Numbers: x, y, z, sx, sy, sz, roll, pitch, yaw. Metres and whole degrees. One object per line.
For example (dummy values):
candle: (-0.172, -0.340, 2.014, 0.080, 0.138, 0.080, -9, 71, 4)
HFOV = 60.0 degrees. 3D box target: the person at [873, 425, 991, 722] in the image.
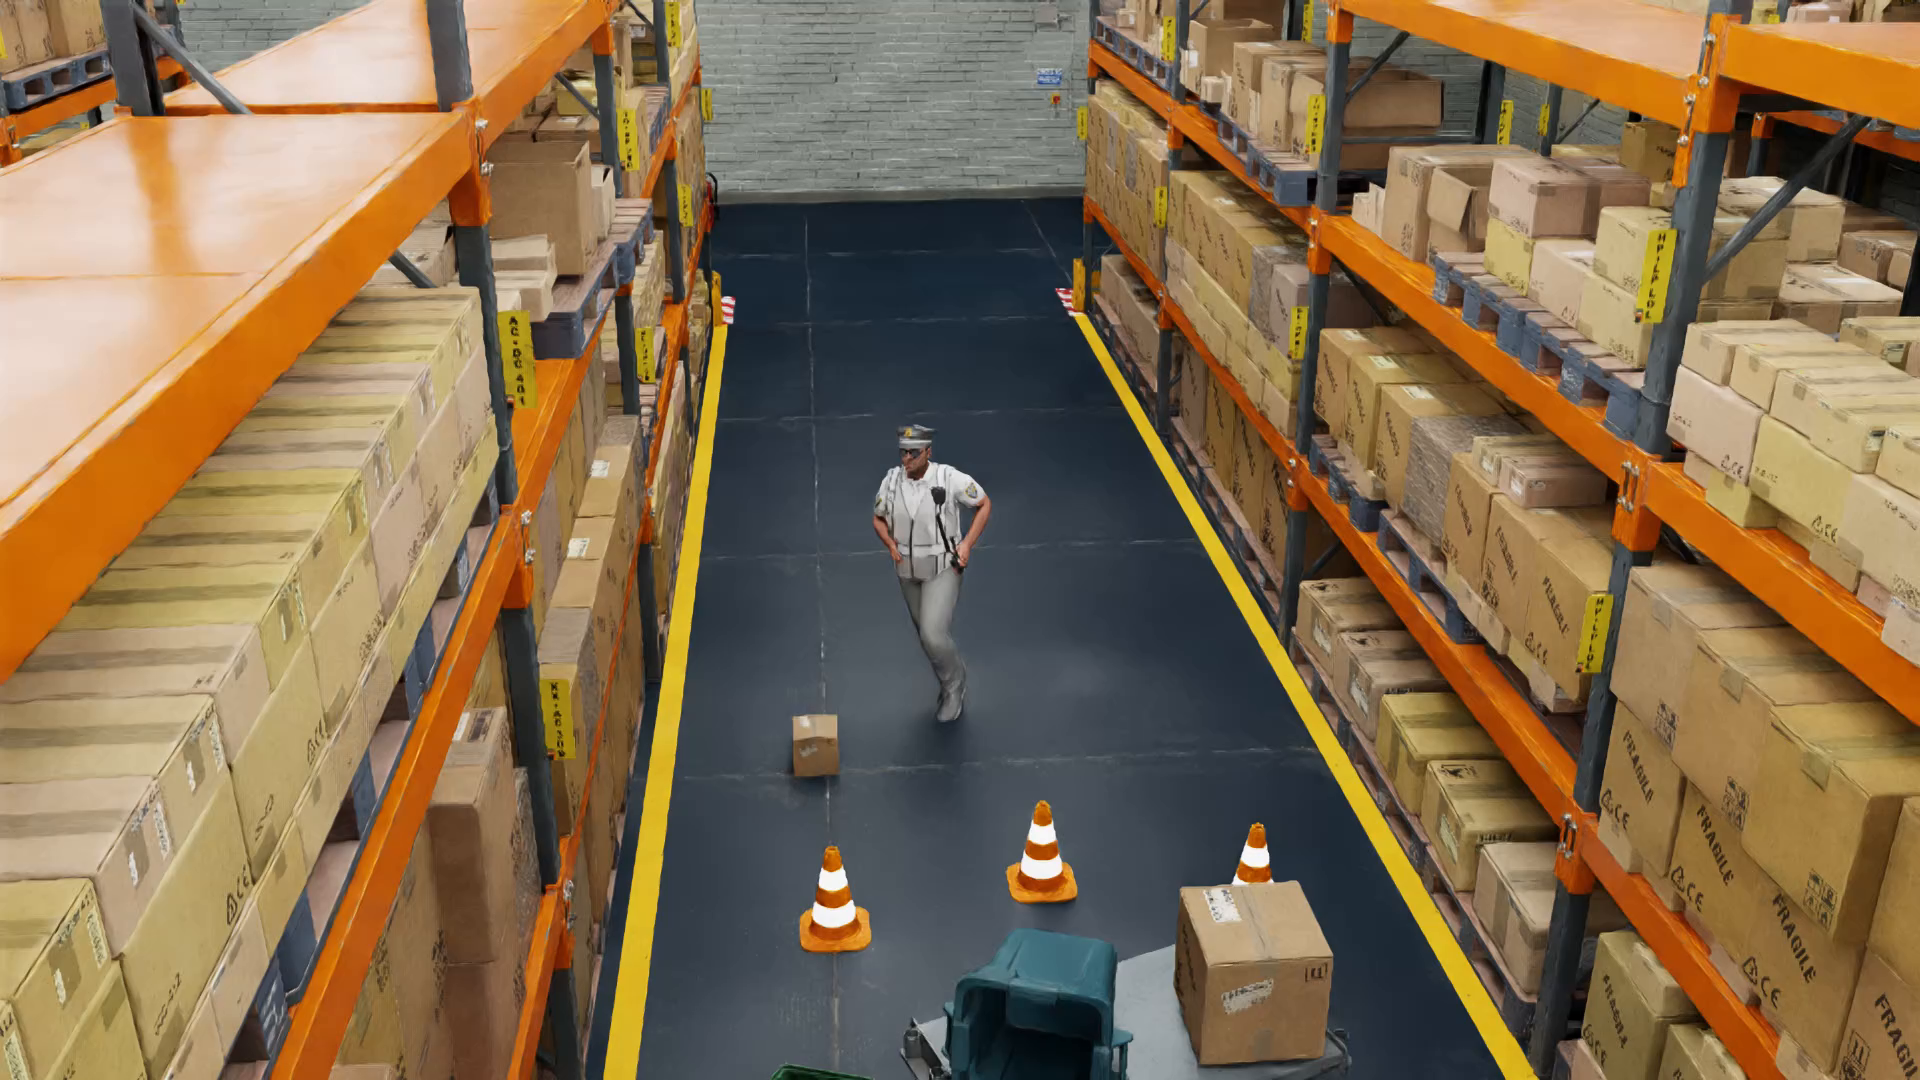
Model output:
person: (-0.224, 0.167, 9.755, 0.667, 1.779, 0.577, 12, 26, 25)
